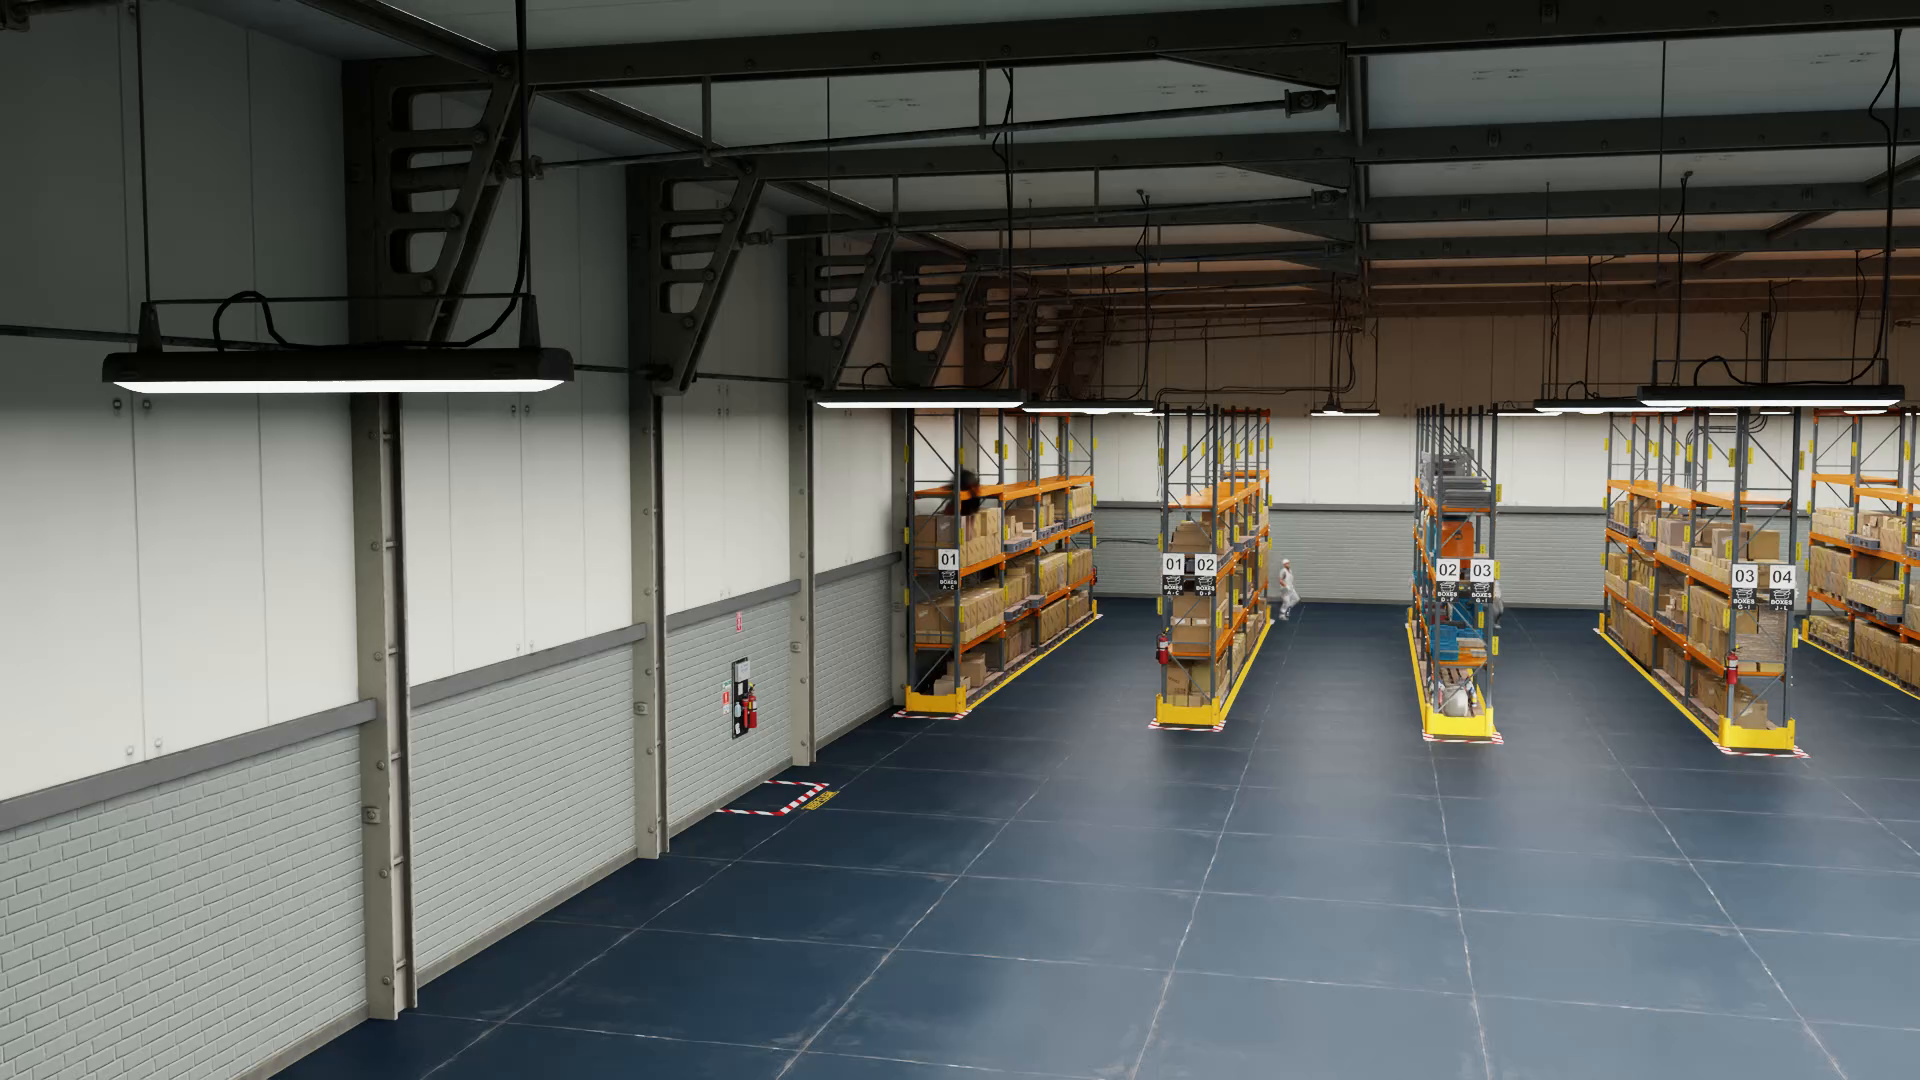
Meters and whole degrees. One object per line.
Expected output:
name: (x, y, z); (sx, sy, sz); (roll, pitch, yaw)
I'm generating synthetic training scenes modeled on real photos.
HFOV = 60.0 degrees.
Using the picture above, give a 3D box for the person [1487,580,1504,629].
person: (14.526, 1.568, 45.308); (0.707, 1.718, 0.542); (-1, 4, -18)

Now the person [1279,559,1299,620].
person: (9.335, 1.408, 47.252); (0.562, 1.746, 0.680); (3, 5, 38)

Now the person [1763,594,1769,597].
person: (21.390, 1.680, 44.378); (0.675, 1.667, 0.728); (-1, 4, -12)
